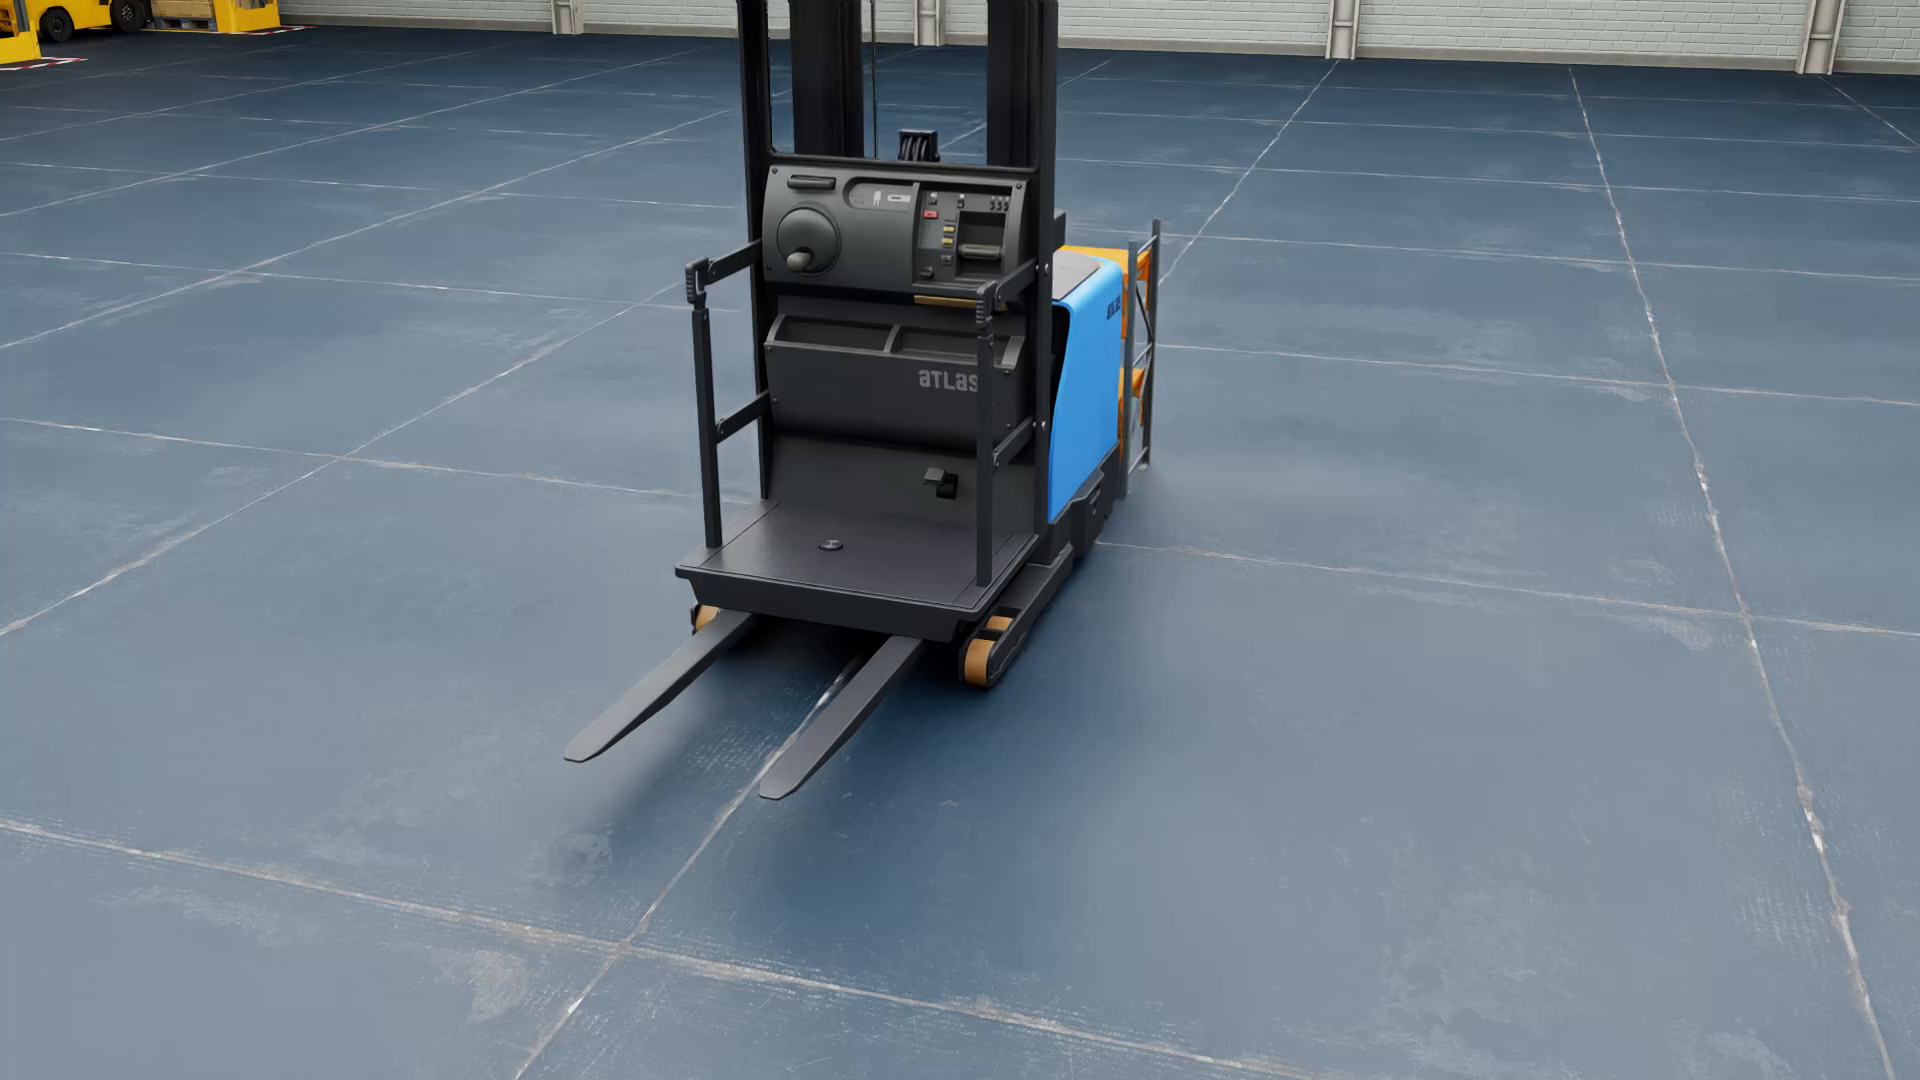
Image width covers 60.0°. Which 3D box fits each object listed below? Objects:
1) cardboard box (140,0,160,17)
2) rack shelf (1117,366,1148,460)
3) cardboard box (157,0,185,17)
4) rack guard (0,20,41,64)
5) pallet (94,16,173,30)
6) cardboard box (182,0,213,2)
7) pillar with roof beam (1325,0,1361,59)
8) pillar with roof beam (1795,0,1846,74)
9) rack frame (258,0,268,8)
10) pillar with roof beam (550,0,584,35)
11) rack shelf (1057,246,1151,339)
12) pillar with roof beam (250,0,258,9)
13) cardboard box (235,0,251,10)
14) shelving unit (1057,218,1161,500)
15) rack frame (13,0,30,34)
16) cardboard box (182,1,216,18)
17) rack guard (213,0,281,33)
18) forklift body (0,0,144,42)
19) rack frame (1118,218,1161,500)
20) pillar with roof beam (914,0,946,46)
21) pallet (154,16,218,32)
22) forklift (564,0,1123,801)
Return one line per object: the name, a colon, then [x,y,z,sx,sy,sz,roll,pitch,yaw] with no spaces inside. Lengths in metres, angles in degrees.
cardboard box: [-13.021,-8.640,26.951,0.500,0.250,0.500,7,23,16]
rack shelf: [0.298,-0.622,7.447,1.000,0.278,0.538,7,23,17]
cardboard box: [-12.544,-8.582,26.810,0.500,0.250,0.500,7,23,15]
rack guard: [-13.033,-6.713,22.478,0.348,0.500,1.175,7,23,16]
pallet: [-13.438,-8.578,27.405,1.213,0.211,1.003,7,23,15]
cardboard box: [-12.086,-8.759,26.581,0.500,0.250,0.500,6,23,15]
pillar with roof beam: [4.053,-9.307,17.603,0.400,9.000,9.100,7,23,16]
pillar with roof beam: [9.797,-8.650,15.999,0.400,9.000,9.100,7,23,16]
rack frame: [-11.530,-9.665,26.381,0.127,3.000,1.000,7,23,16]
pillar with roof beam: [-7.435,-10.623,20.810,0.400,9.000,9.100,7,23,16]
rack shelf: [0.298,-1.119,7.243,1.000,0.278,0.538,7,23,17]
pillar with roof beam: [-13.180,-11.281,22.413,0.400,9.000,9.100,7,23,16]
cardboard box: [-11.944,-8.712,27.127,0.500,0.250,0.500,7,23,16]
shelving unit: [0.298,-0.848,7.355,1.048,1.125,0.538,7,23,17]
rack frame: [-12.960,-7.862,21.983,0.127,3.000,1.000,7,23,16]
cardboard box: [-12.071,-8.524,26.668,0.500,0.250,0.500,7,23,16]
rack guard: [-11.507,-8.506,26.848,0.348,0.500,1.175,7,23,16]
forklift body: [-13.872,-8.818,25.432,1.214,2.155,2.313,7,23,16]
rack frame: [0.780,-0.787,7.206,0.032,1.125,0.500,7,23,17]
pillar with roof beam: [-1.691,-9.965,19.206,0.400,9.000,9.100,7,23,16]
pallet: [-12.274,-8.444,27.077,1.213,0.211,1.003,7,23,16]
forklift: [-0.299,-1.035,5.431,1.130,2.935,3.031,8,24,18]
